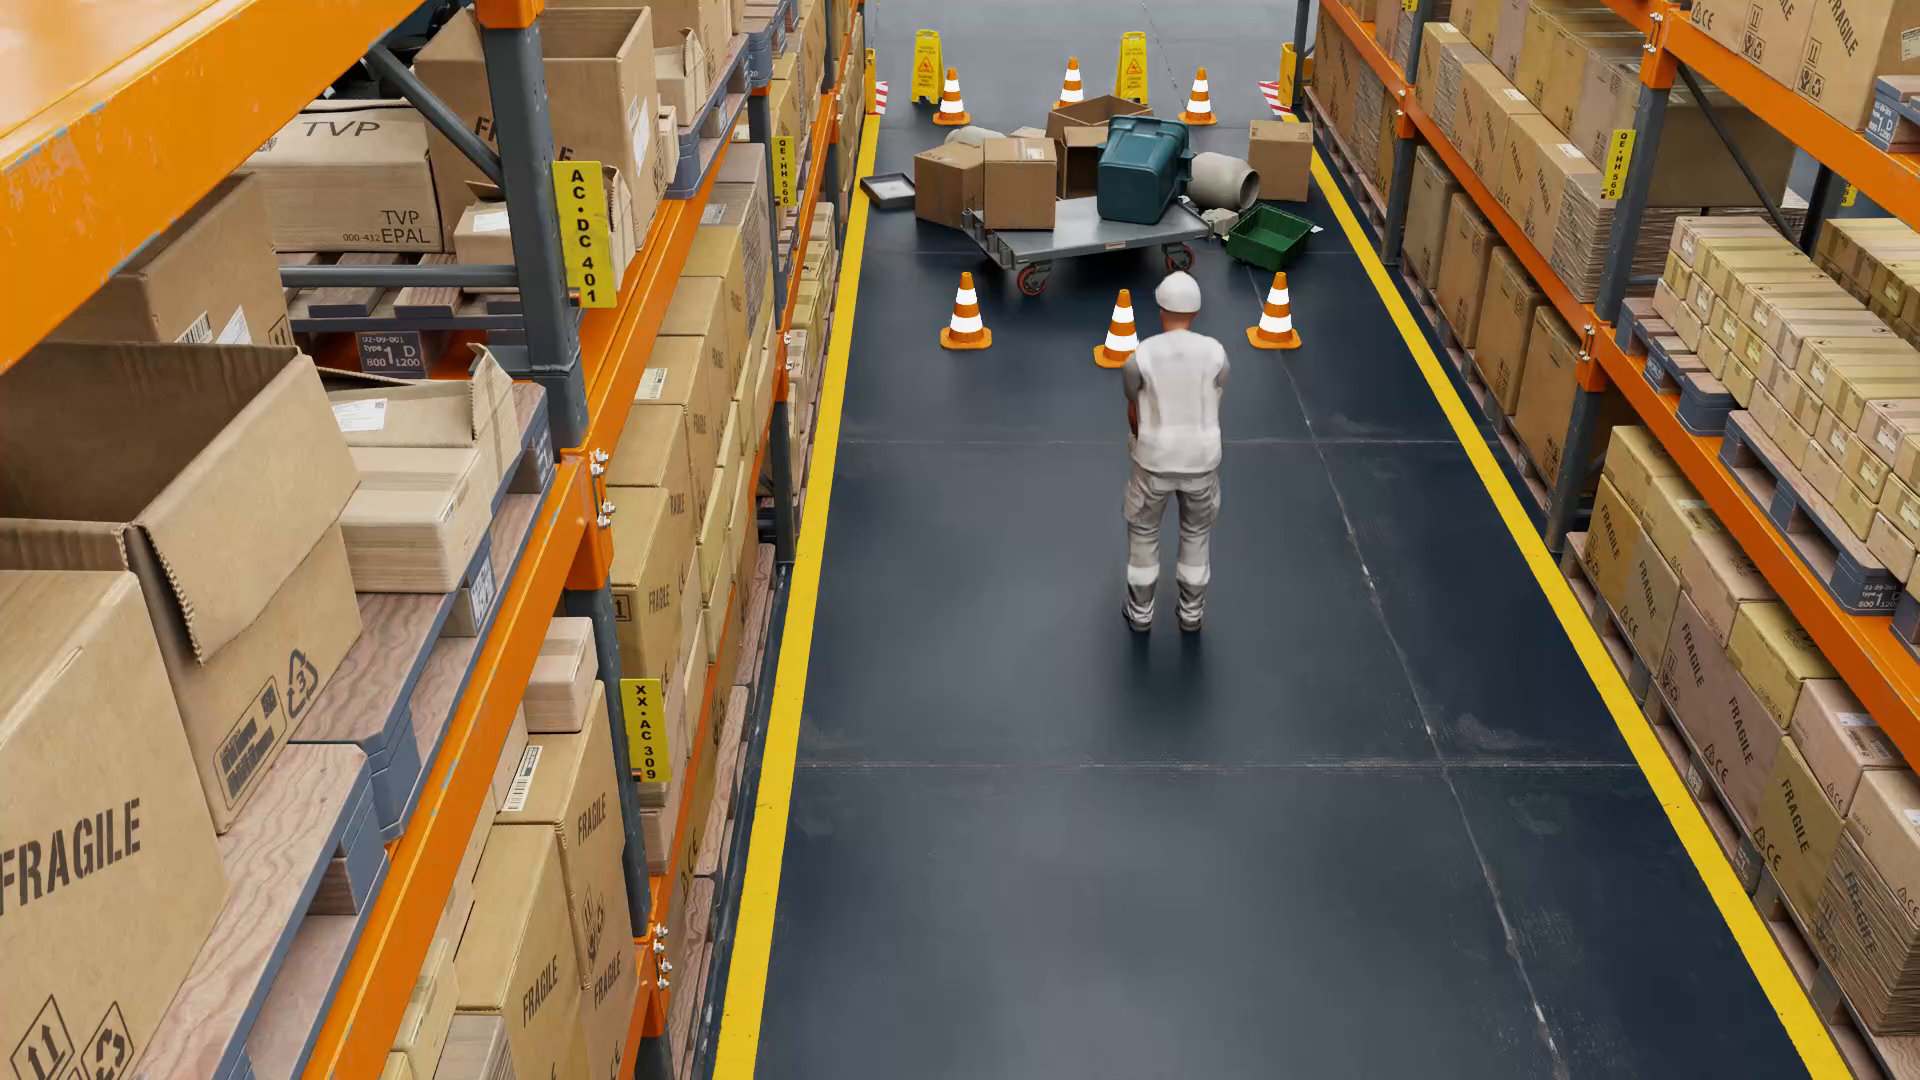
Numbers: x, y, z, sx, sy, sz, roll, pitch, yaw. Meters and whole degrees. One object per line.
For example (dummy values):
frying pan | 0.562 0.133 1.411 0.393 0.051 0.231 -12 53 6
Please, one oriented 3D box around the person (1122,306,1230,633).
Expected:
person | 13.409 -4.706 14.935 25.717 1.716 16.635 -1 31 -1
